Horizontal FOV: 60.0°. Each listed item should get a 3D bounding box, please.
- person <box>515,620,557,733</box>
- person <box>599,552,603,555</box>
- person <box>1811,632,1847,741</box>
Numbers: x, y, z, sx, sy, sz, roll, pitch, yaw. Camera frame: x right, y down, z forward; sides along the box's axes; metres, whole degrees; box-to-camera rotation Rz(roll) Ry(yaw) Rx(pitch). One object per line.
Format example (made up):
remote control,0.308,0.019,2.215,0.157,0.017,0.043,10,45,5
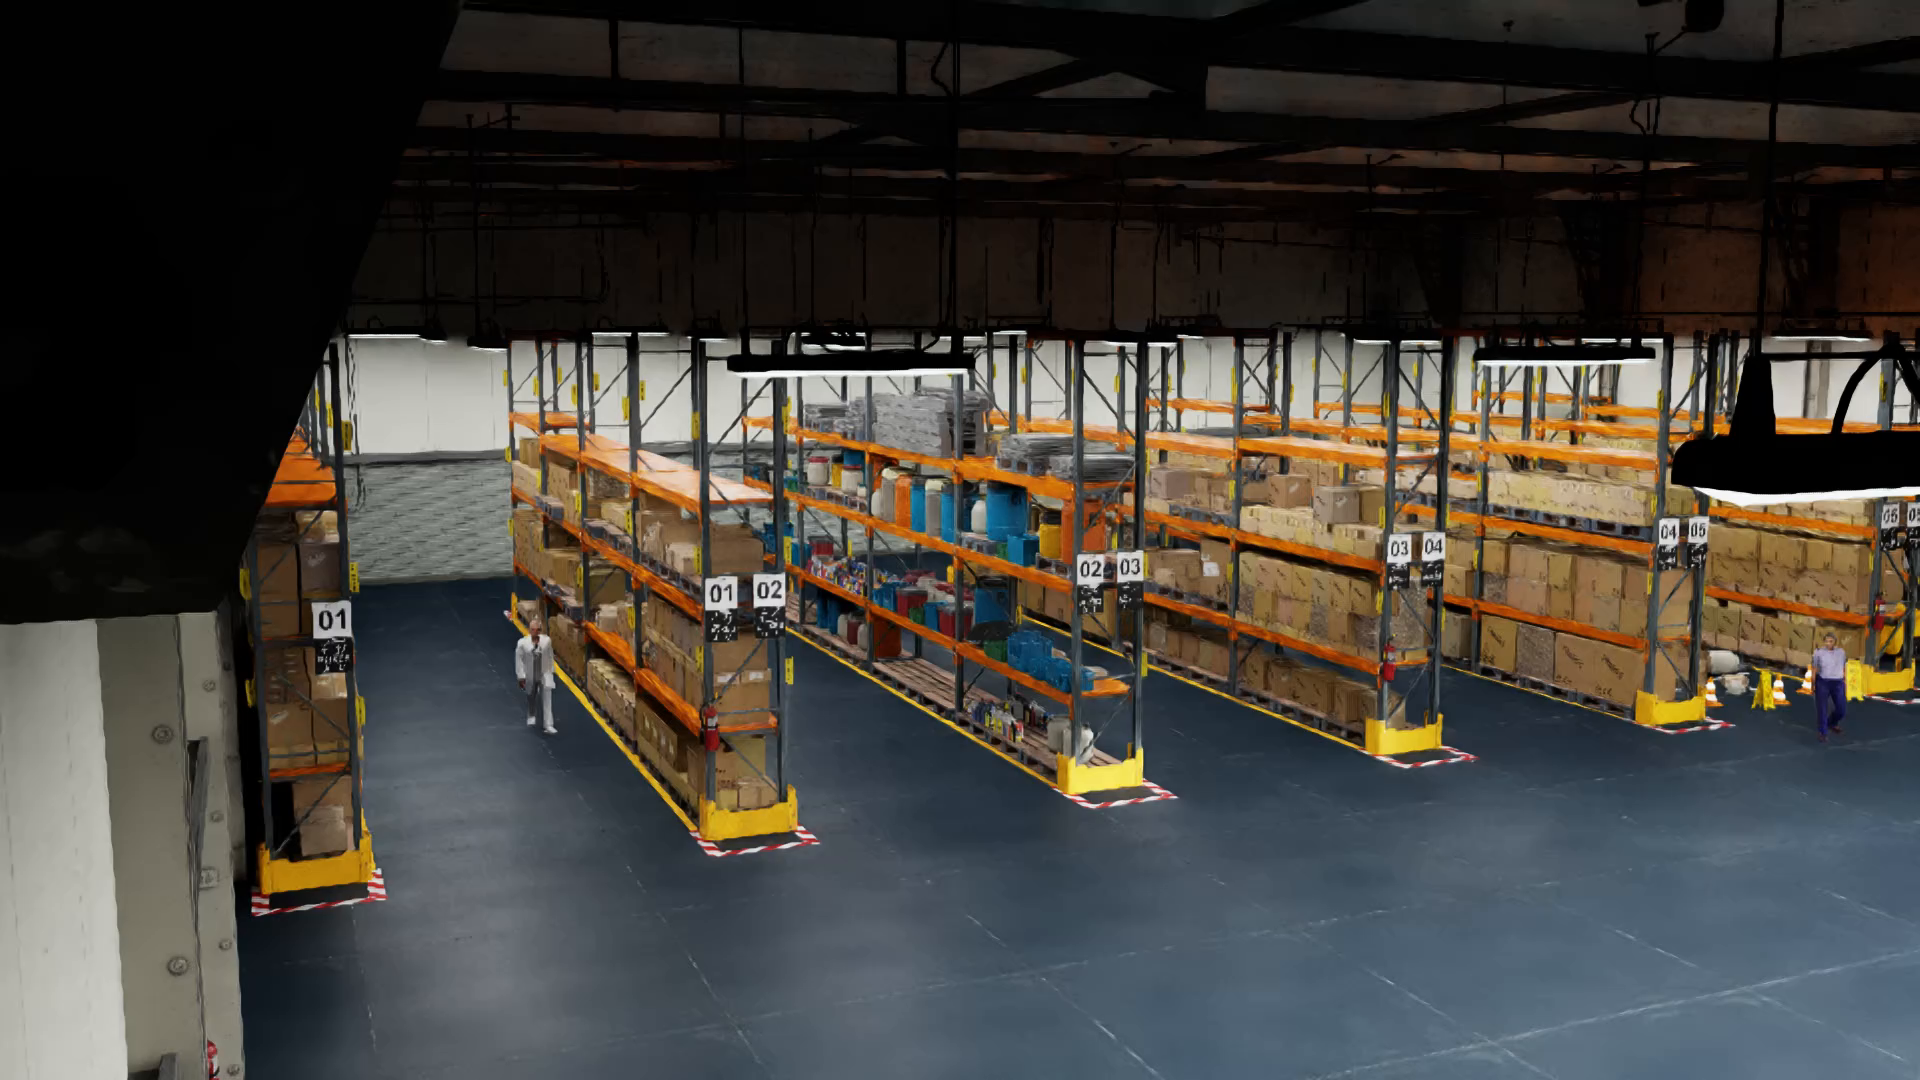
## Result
person,-6.428,2.044,25.227,0.599,1.696,1.175,-3,8,-19
person,-8.396,0.297,38.417,0.553,1.650,0.589,2,8,14
person,12.974,2.159,24.821,0.550,1.637,0.539,2,8,14
